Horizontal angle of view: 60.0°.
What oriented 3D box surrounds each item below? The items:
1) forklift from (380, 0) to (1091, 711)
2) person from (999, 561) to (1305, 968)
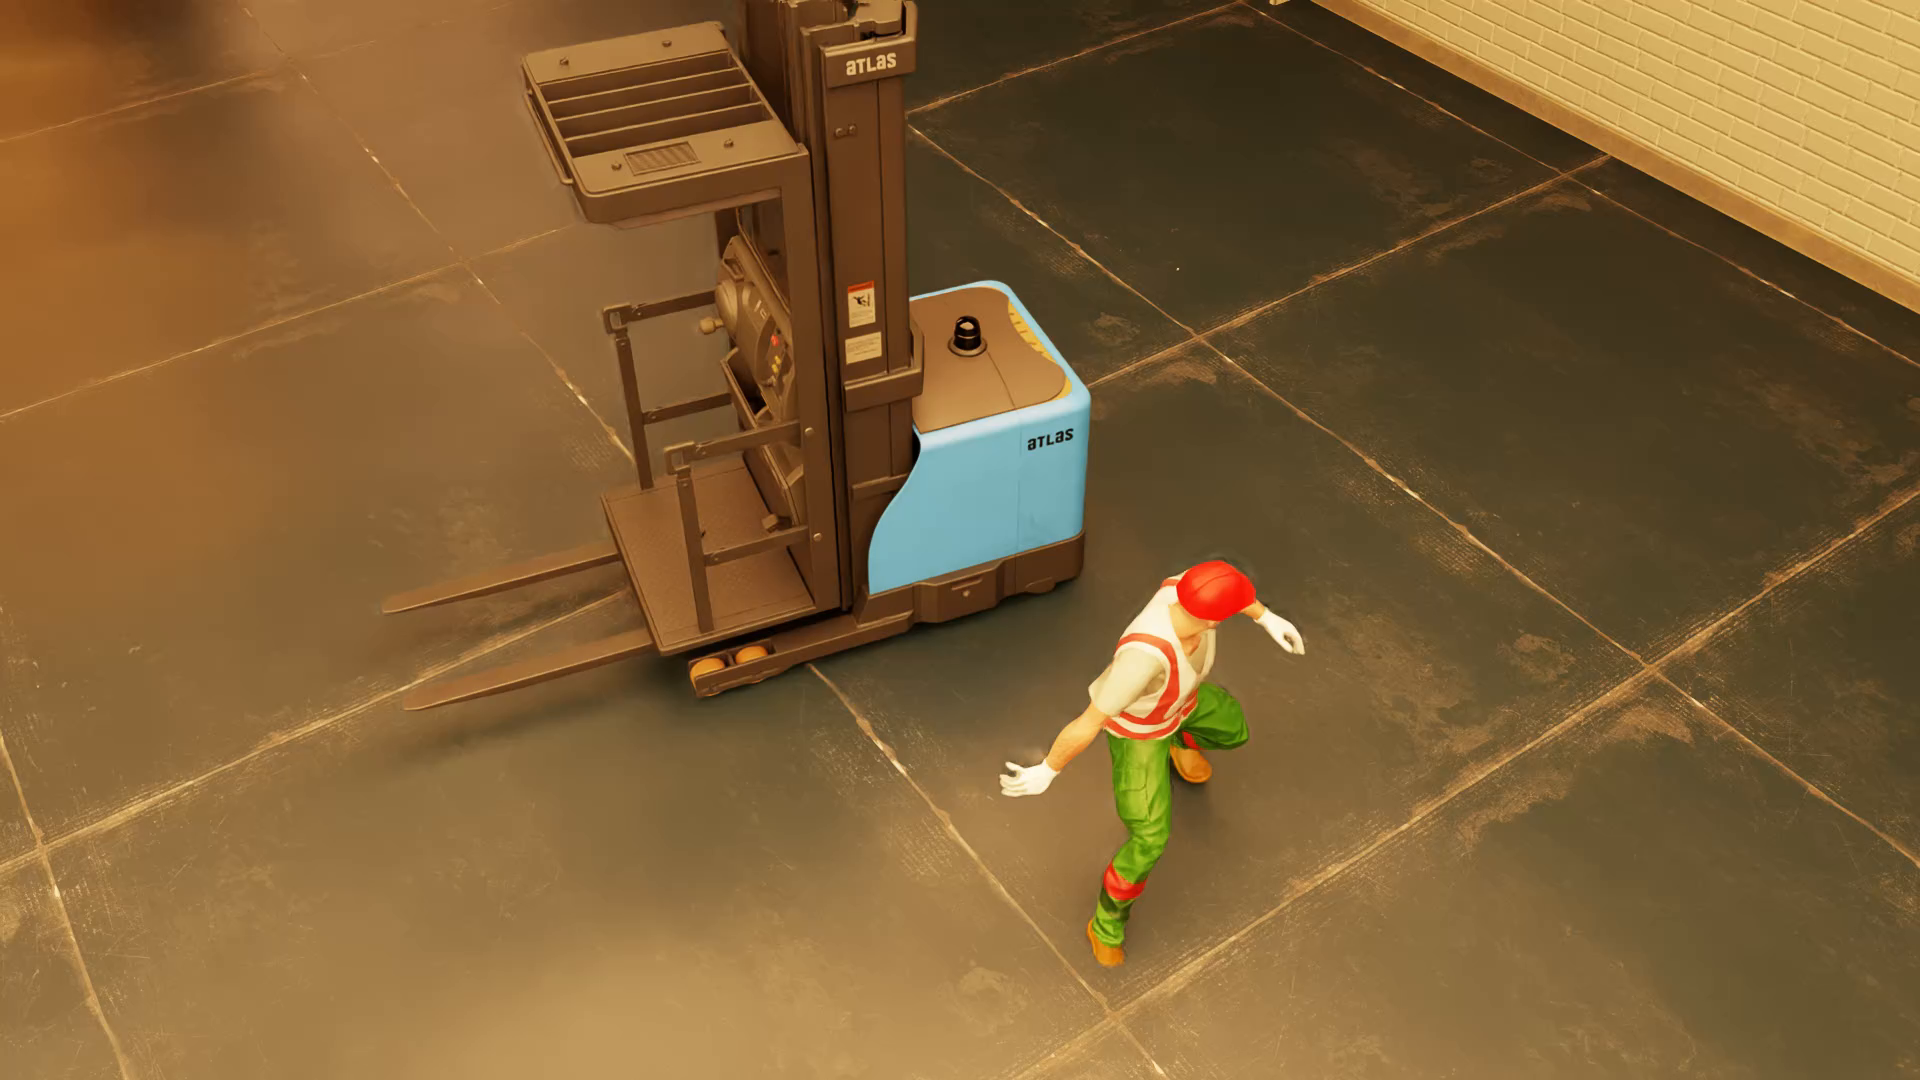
[{"bbox_3d":[-1.001,-0.816,6.601,3.031,2.935,1.130,-16,45,-16],"label":"forklift"},{"bbox_3d":[0.706,0.702,5.993,0.561,1.715,1.168,31,51,29],"label":"person"}]
